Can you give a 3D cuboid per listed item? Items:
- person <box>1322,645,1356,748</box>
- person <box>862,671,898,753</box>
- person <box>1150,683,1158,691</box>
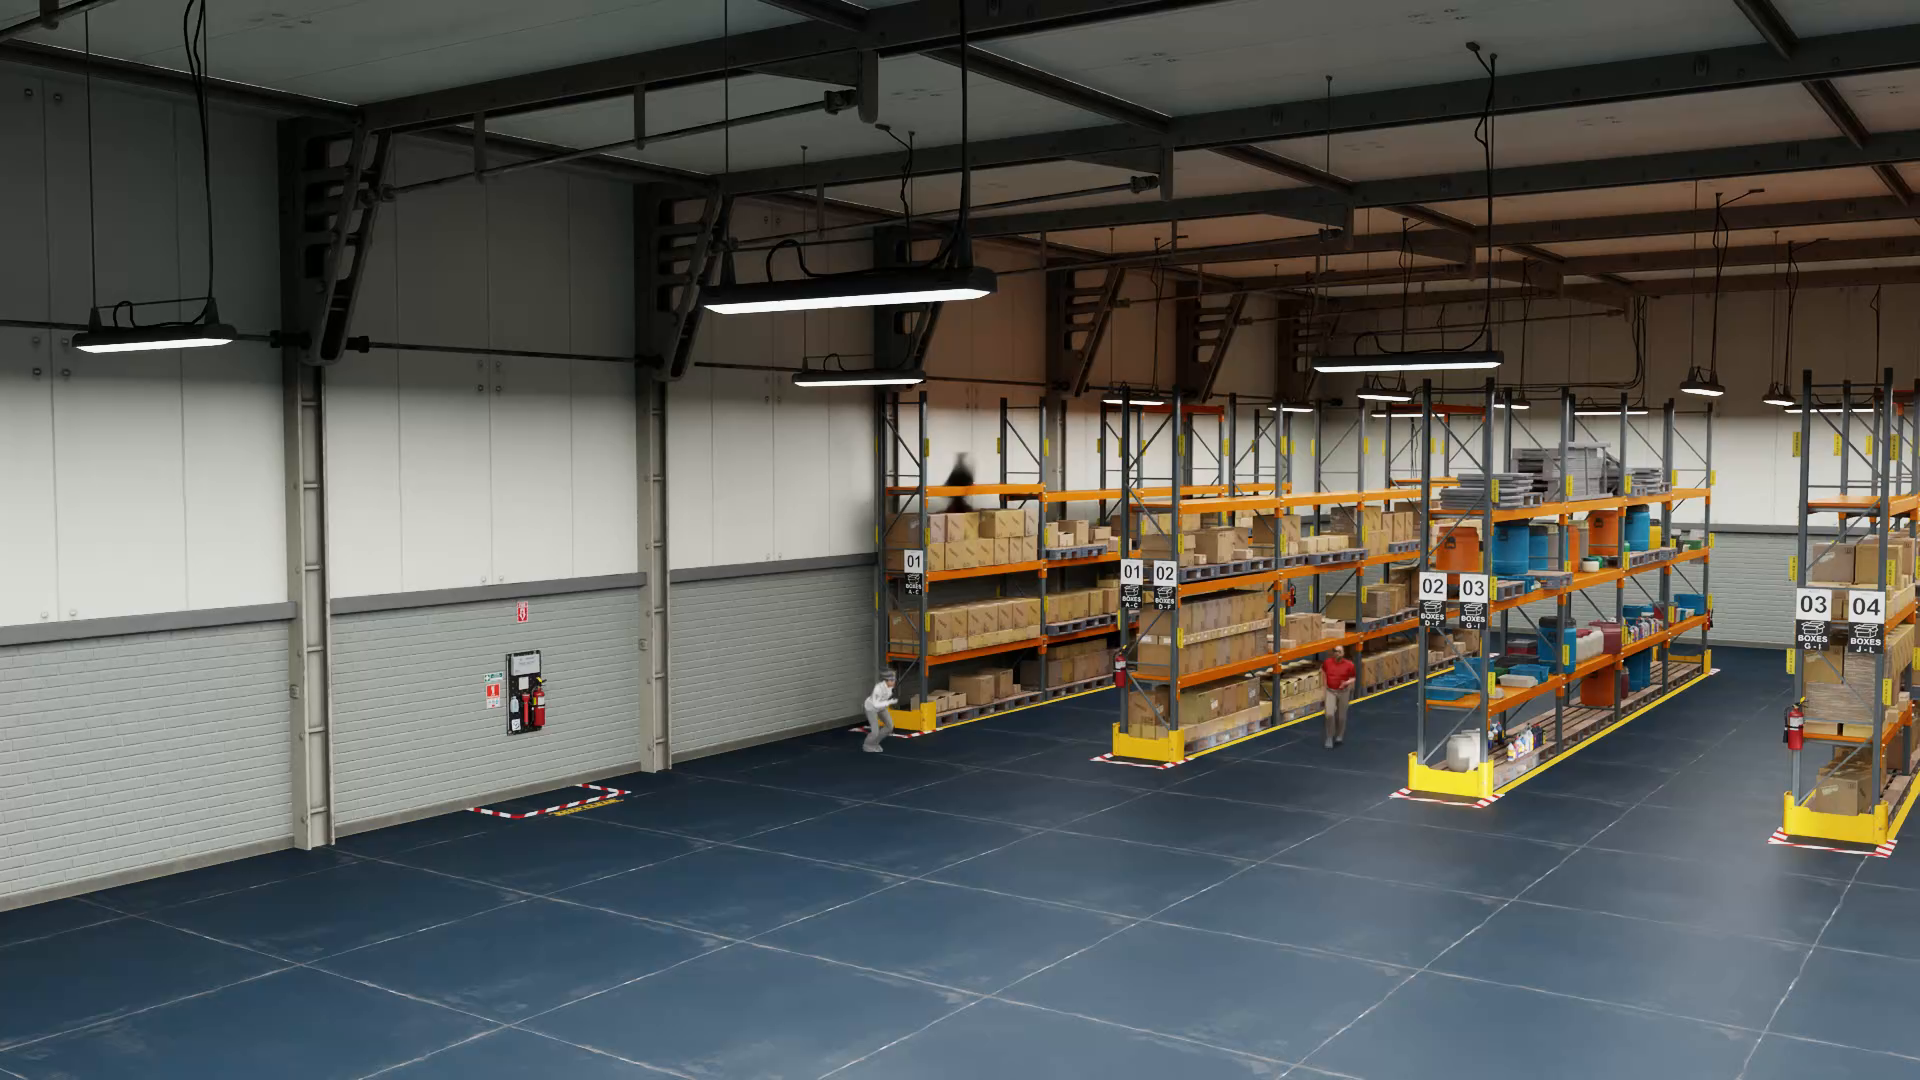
[{"bbox_3d":[6.341,2.627,27.859,0.566,1.760,0.835,1,3,13],"label":"person"},{"bbox_3d":[-1.301,2.807,27.049,0.921,1.404,0.591,3,4,40],"label":"person"},{"bbox_3d":[3.805,2.334,32.689,0.657,1.705,0.719,1,3,19],"label":"person"}]
